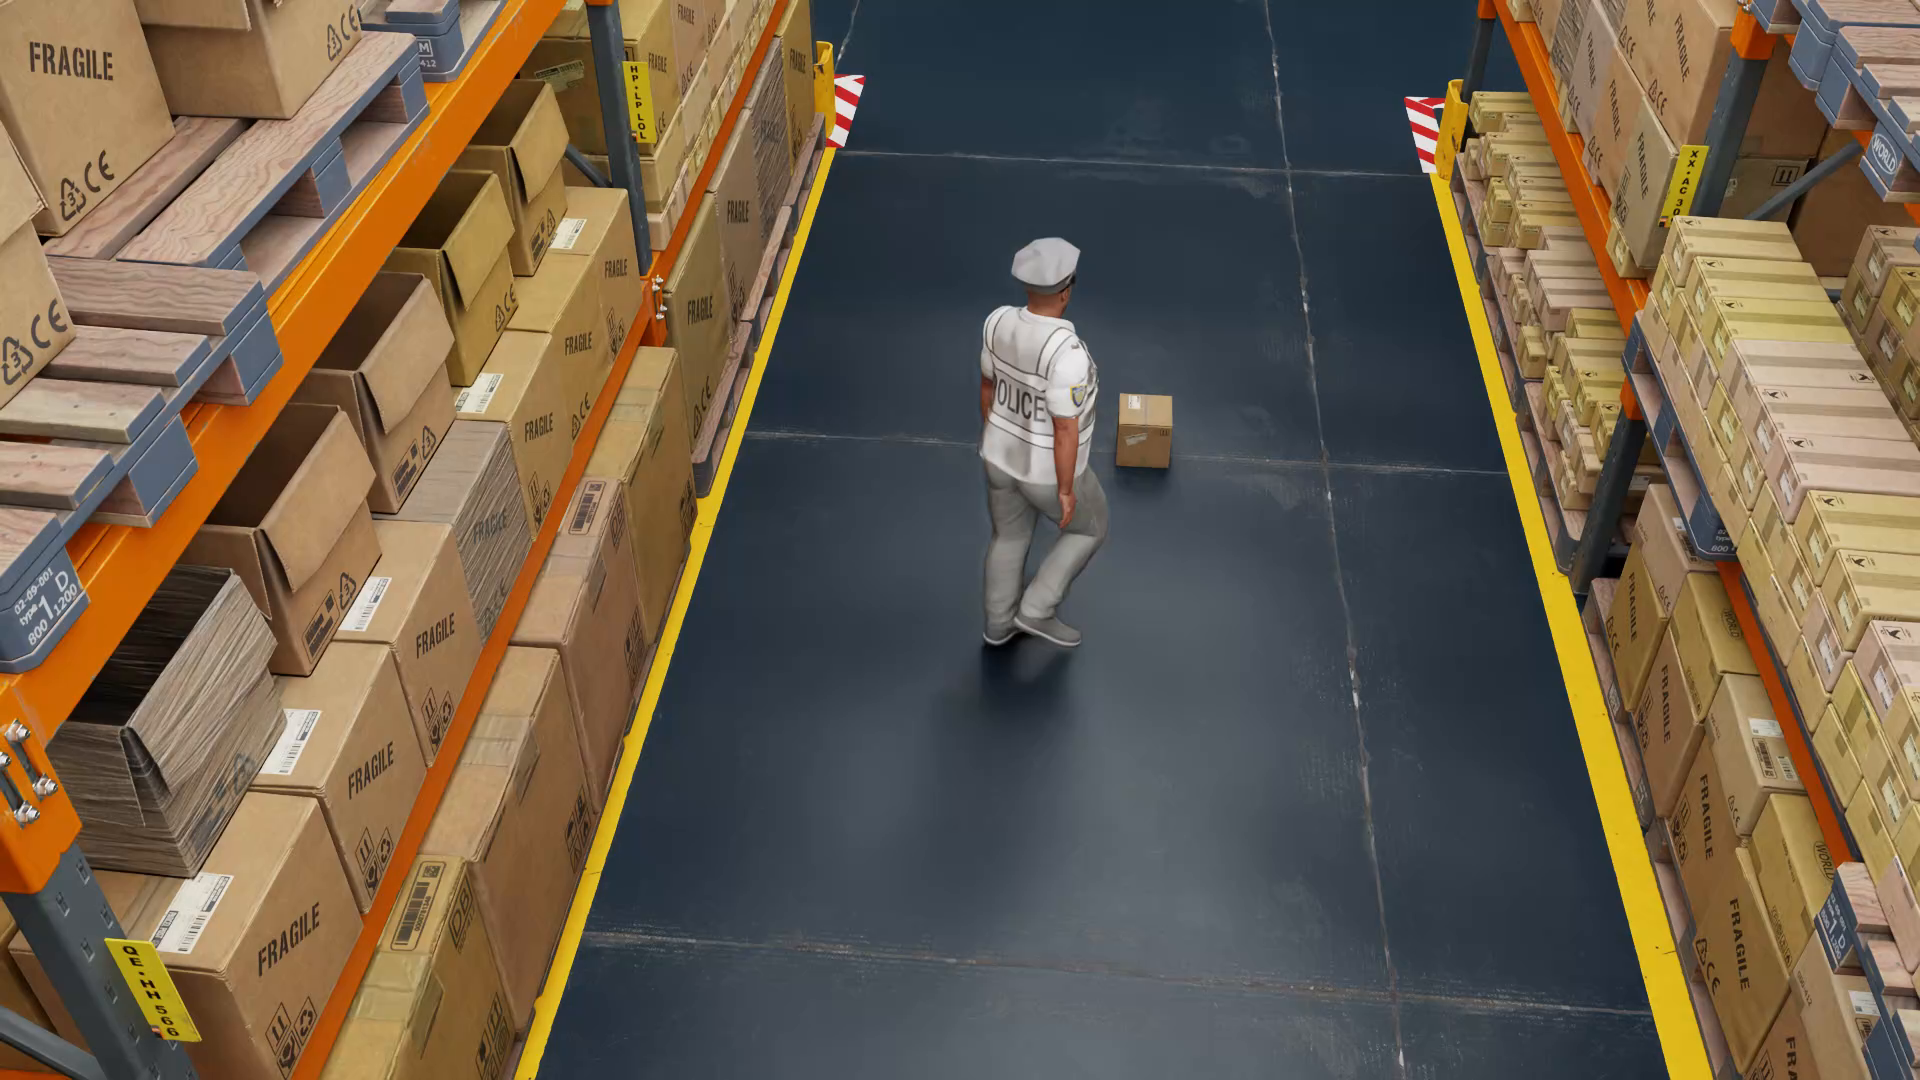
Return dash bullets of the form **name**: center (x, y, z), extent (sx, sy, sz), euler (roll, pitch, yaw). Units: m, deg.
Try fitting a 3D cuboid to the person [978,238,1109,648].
- **person**: center (0.295, -0.329, 6.514), extent (0.573, 1.748, 0.474), euler (32, 49, 32)
